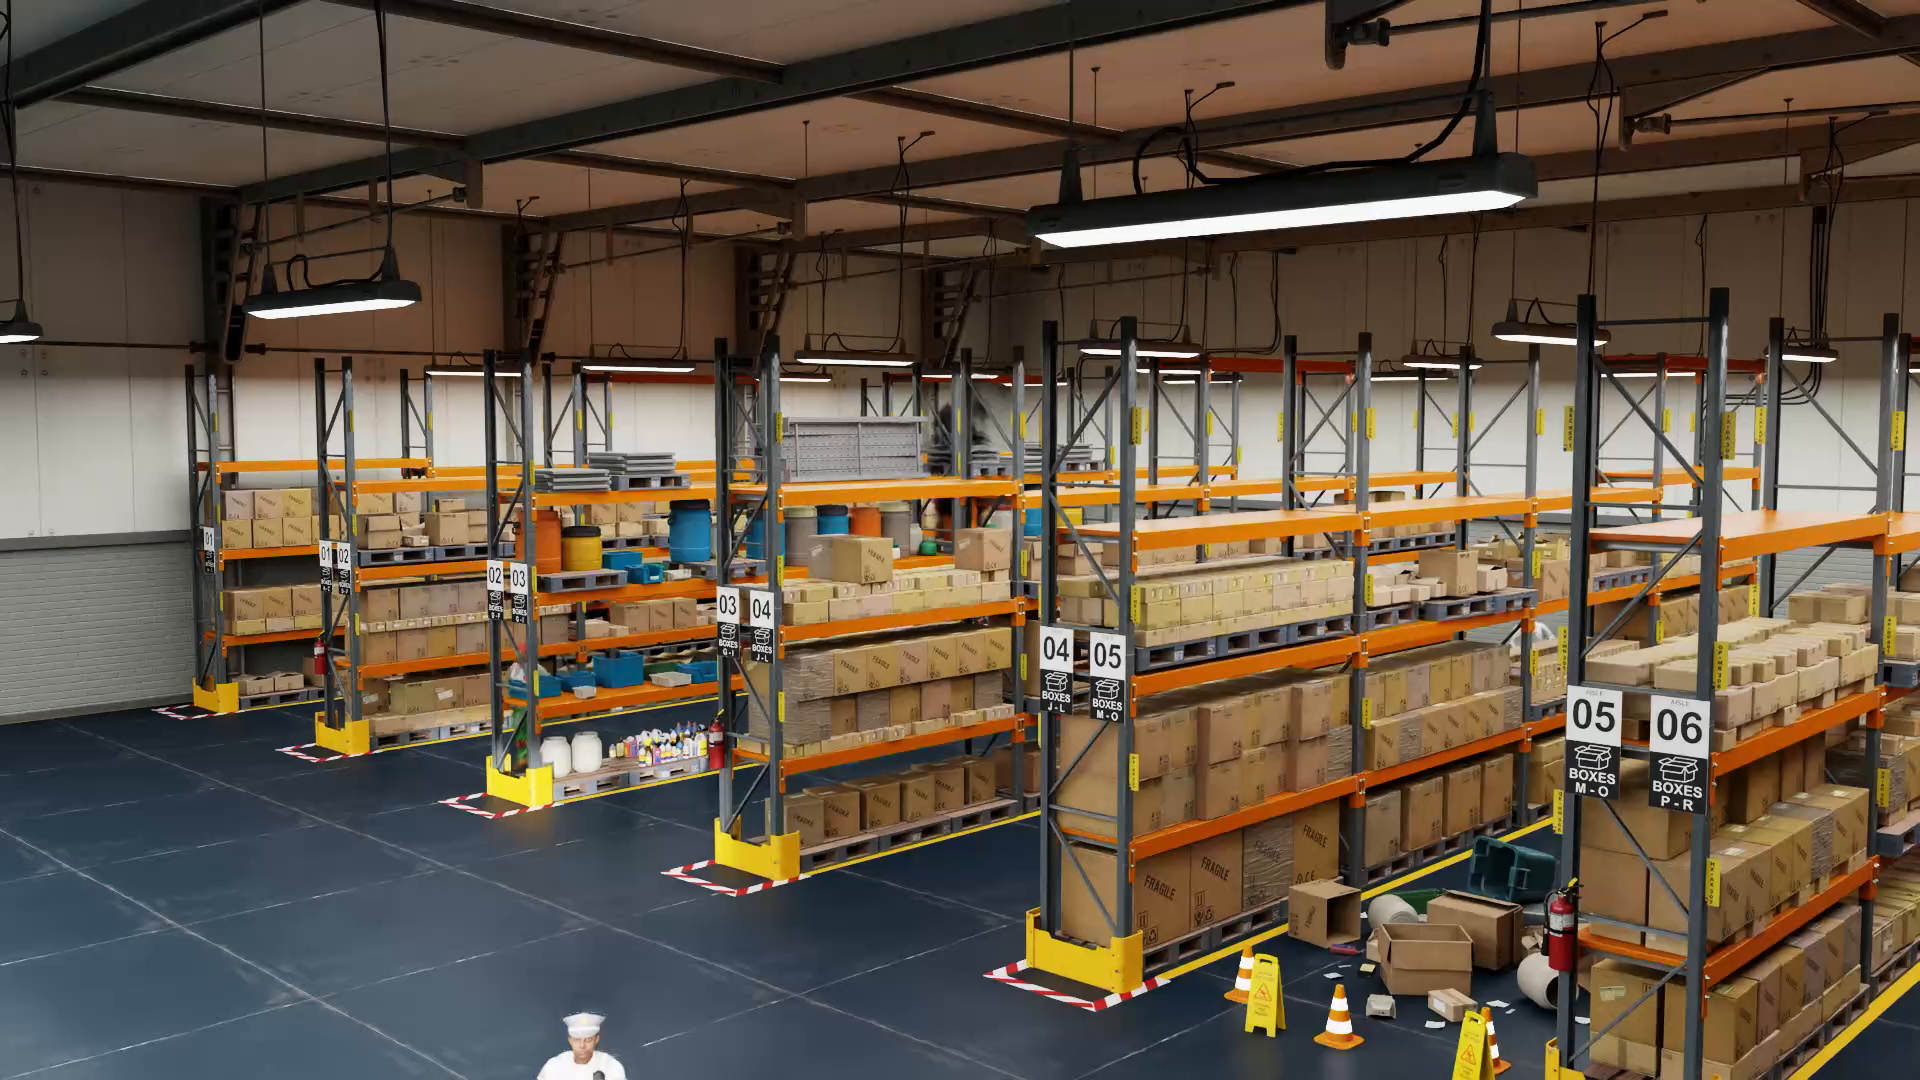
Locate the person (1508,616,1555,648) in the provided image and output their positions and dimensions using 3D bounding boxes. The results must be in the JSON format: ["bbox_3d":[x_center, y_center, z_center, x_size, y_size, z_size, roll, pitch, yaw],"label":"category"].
[{"bbox_3d":[10.033,2.135,29.198,0.810,1.685,0.783,1,5,17],"label":"person"}]

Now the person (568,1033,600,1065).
[{"bbox_3d":[-2.190,3.601,9.660,0.546,1.719,0.770,-1,5,-14],"label":"person"}]

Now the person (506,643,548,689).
[{"bbox_3d":[-6.344,1.867,24.190,0.631,0.735,0.507,3,5,35],"label":"person"}]
